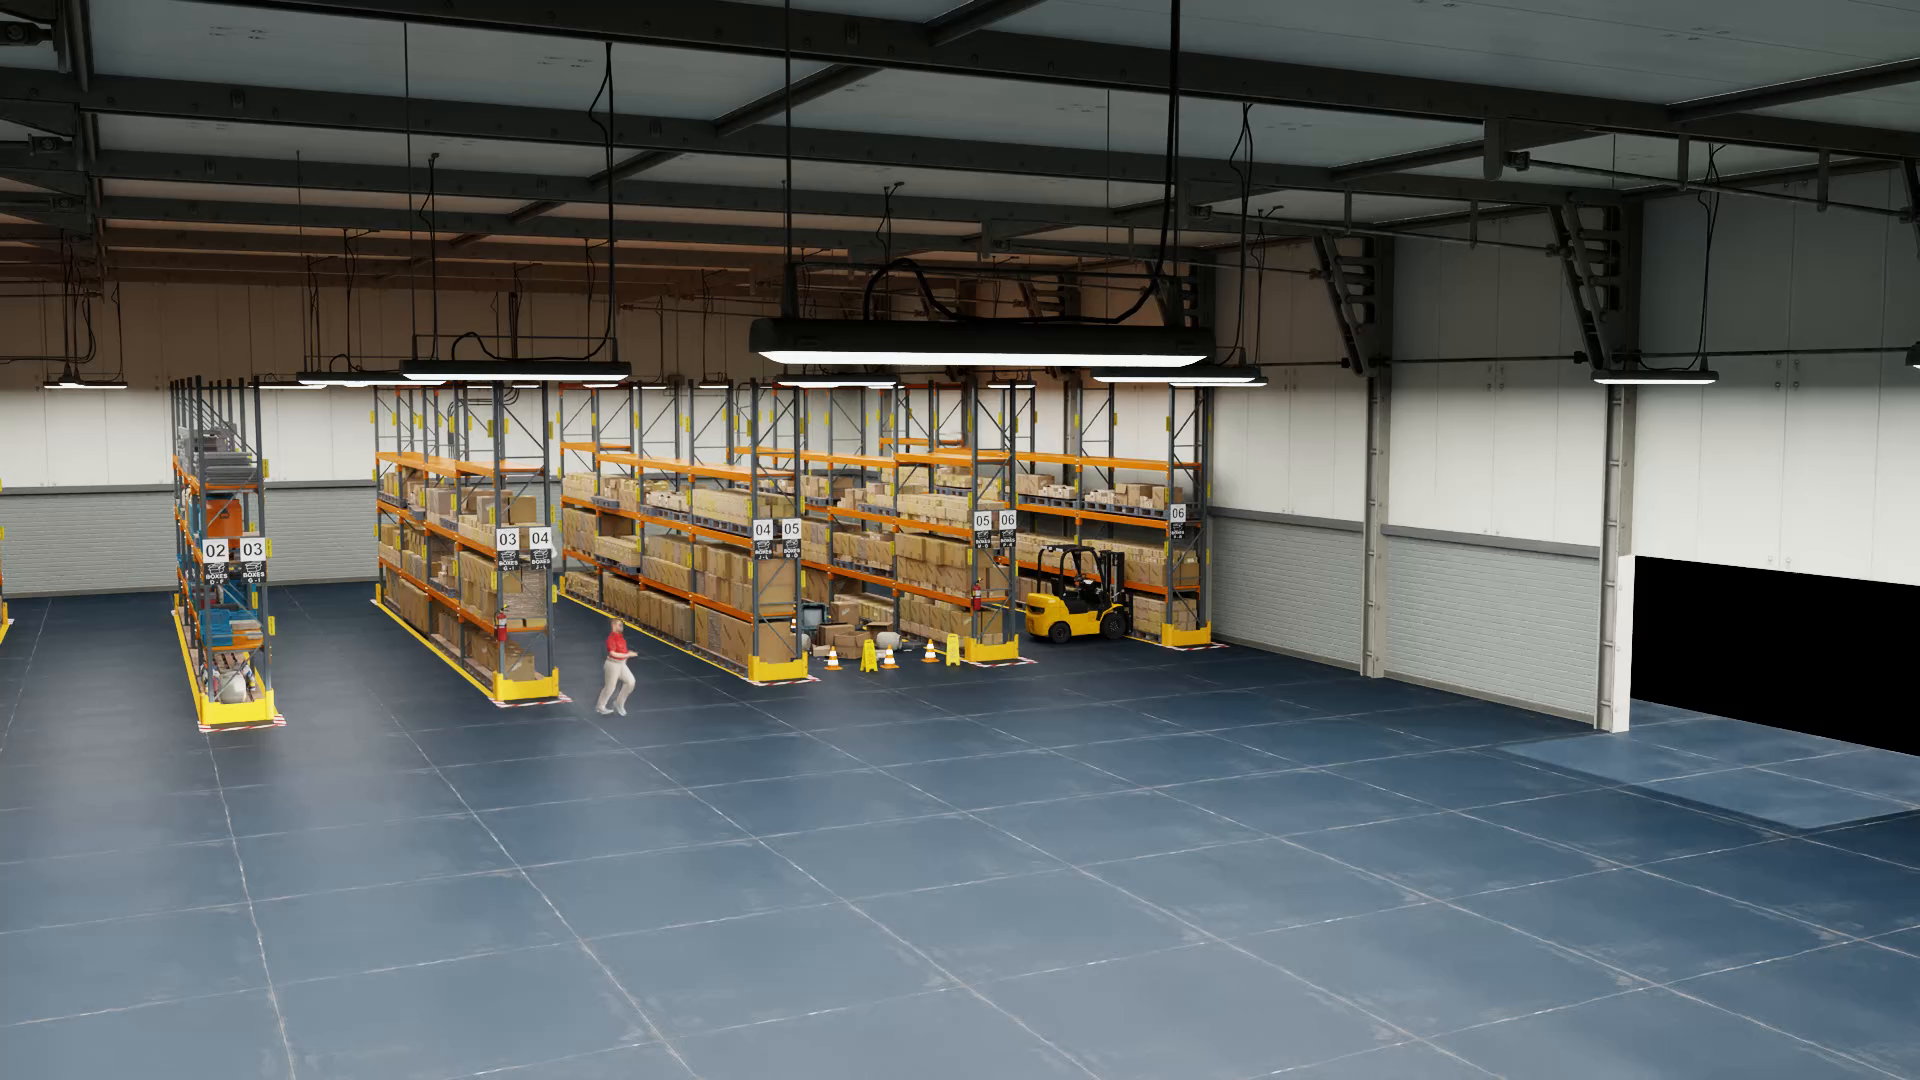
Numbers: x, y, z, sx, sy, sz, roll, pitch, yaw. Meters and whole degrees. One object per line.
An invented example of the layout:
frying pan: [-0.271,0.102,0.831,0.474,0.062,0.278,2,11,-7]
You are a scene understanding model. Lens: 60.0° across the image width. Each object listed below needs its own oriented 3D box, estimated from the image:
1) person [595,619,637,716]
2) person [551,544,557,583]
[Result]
person: [-6.052,2.268,29.363,0.819,1.760,0.632,1,5,14]
person: [-11.968,0.656,47.859,0.680,1.650,0.478,3,6,33]
